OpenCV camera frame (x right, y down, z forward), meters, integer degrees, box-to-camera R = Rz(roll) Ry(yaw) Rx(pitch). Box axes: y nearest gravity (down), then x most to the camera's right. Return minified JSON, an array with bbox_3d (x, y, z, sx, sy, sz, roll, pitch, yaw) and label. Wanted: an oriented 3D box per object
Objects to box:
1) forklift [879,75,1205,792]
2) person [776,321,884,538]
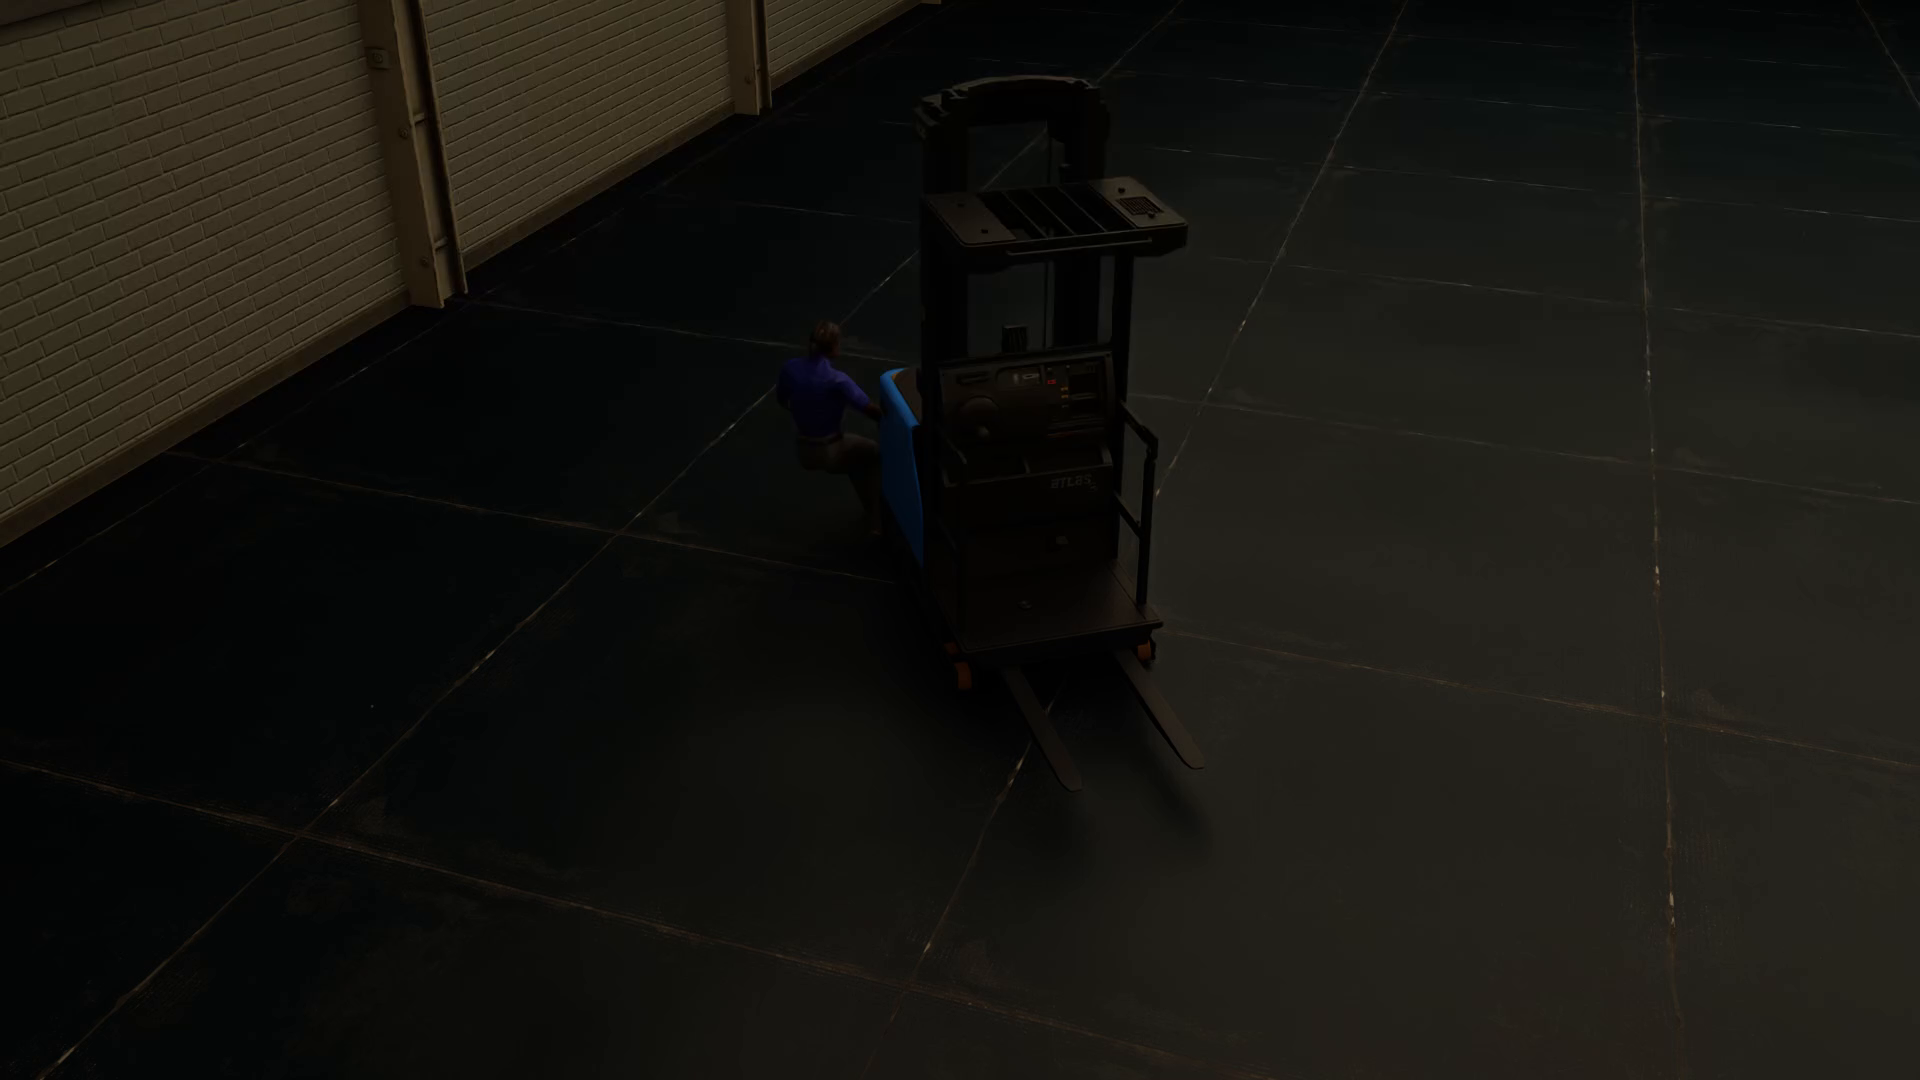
[{"bbox_3d":[0.409,-0.692,8.351,1.130,2.935,3.031,-8,31,-14],"label":"forklift"},{"bbox_3d":[-0.644,-0.672,9.918,0.720,1.464,0.800,18,34,28],"label":"person"}]
